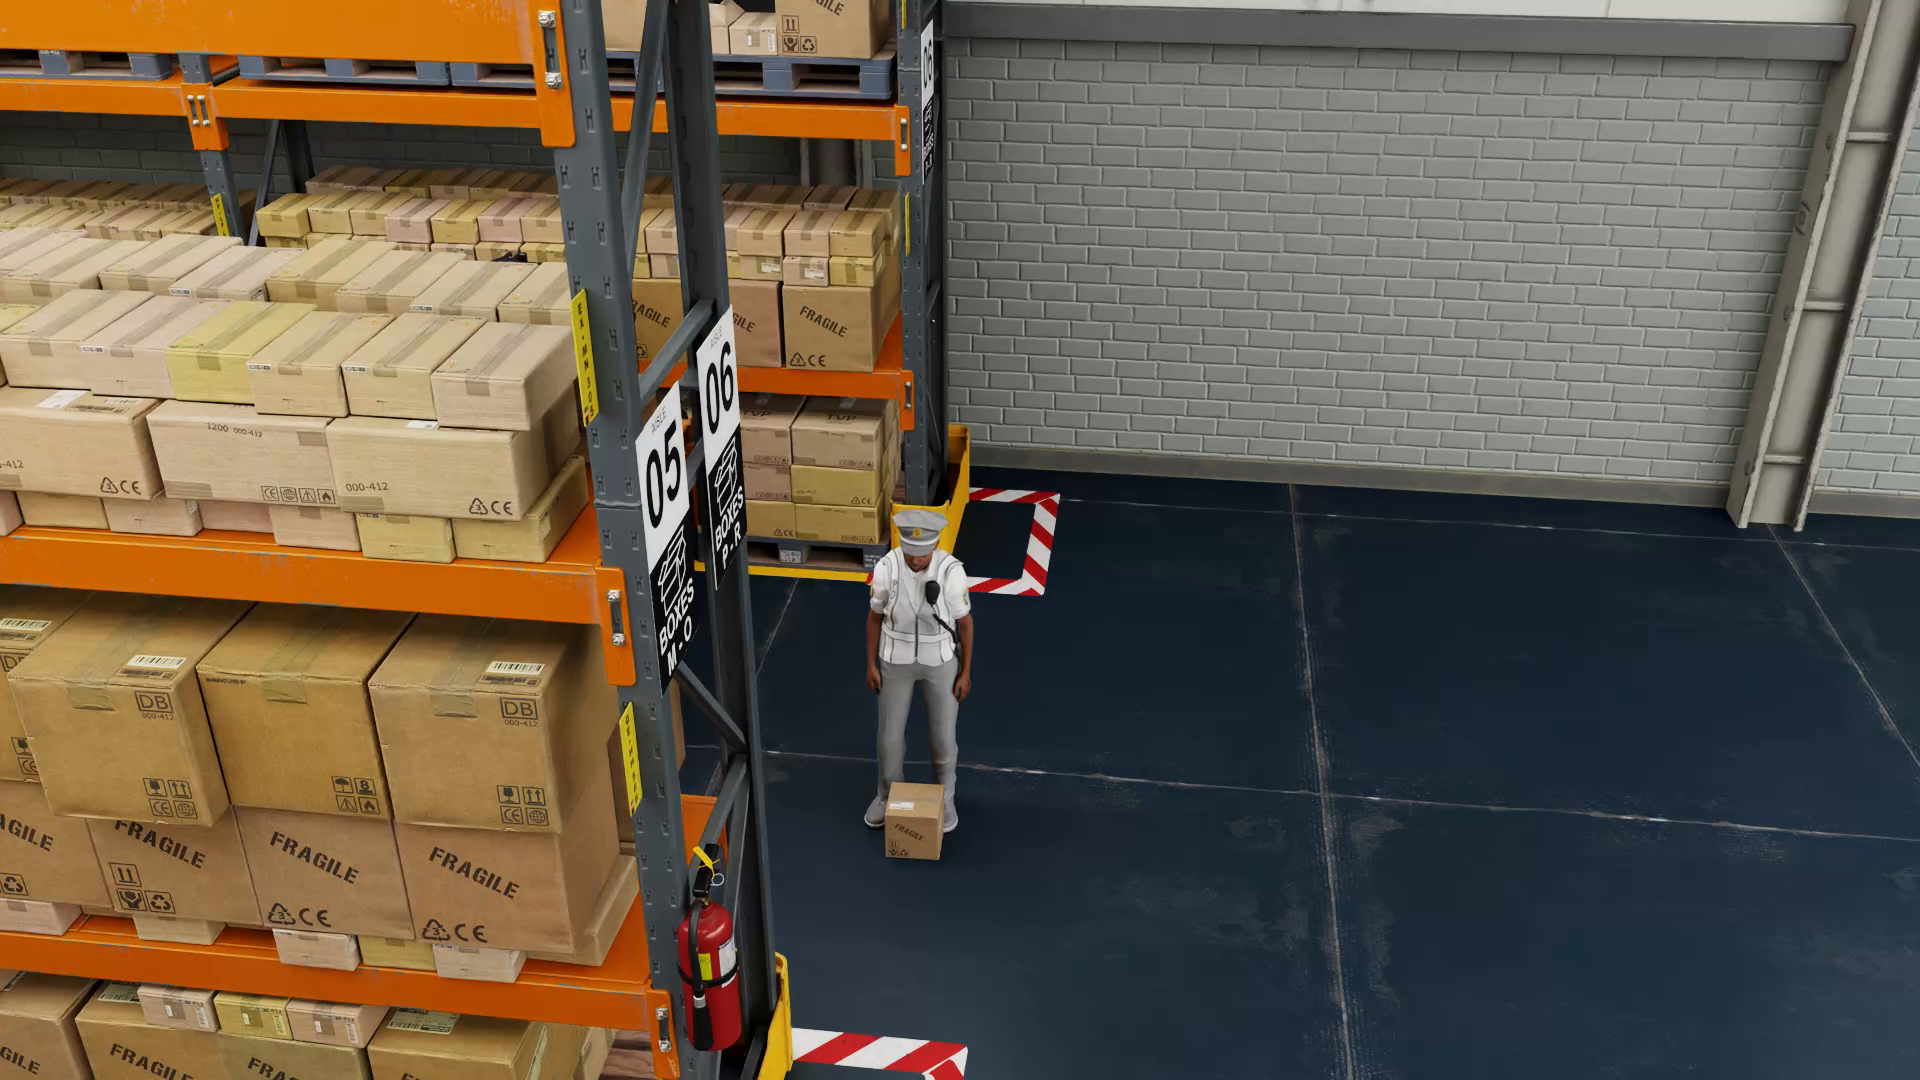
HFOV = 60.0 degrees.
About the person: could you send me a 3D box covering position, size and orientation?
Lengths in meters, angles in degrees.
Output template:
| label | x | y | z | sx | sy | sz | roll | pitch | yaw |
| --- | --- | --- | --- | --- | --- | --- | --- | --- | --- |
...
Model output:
| label | x | y | z | sx | sy | sz | roll | pitch | yaw |
| --- | --- | --- | --- | --- | --- | --- | --- | --- | --- |
| person | -0.194 | 0.585 | 7.651 | 0.508 | 1.659 | 0.395 | 3 | 29 | 6 |
